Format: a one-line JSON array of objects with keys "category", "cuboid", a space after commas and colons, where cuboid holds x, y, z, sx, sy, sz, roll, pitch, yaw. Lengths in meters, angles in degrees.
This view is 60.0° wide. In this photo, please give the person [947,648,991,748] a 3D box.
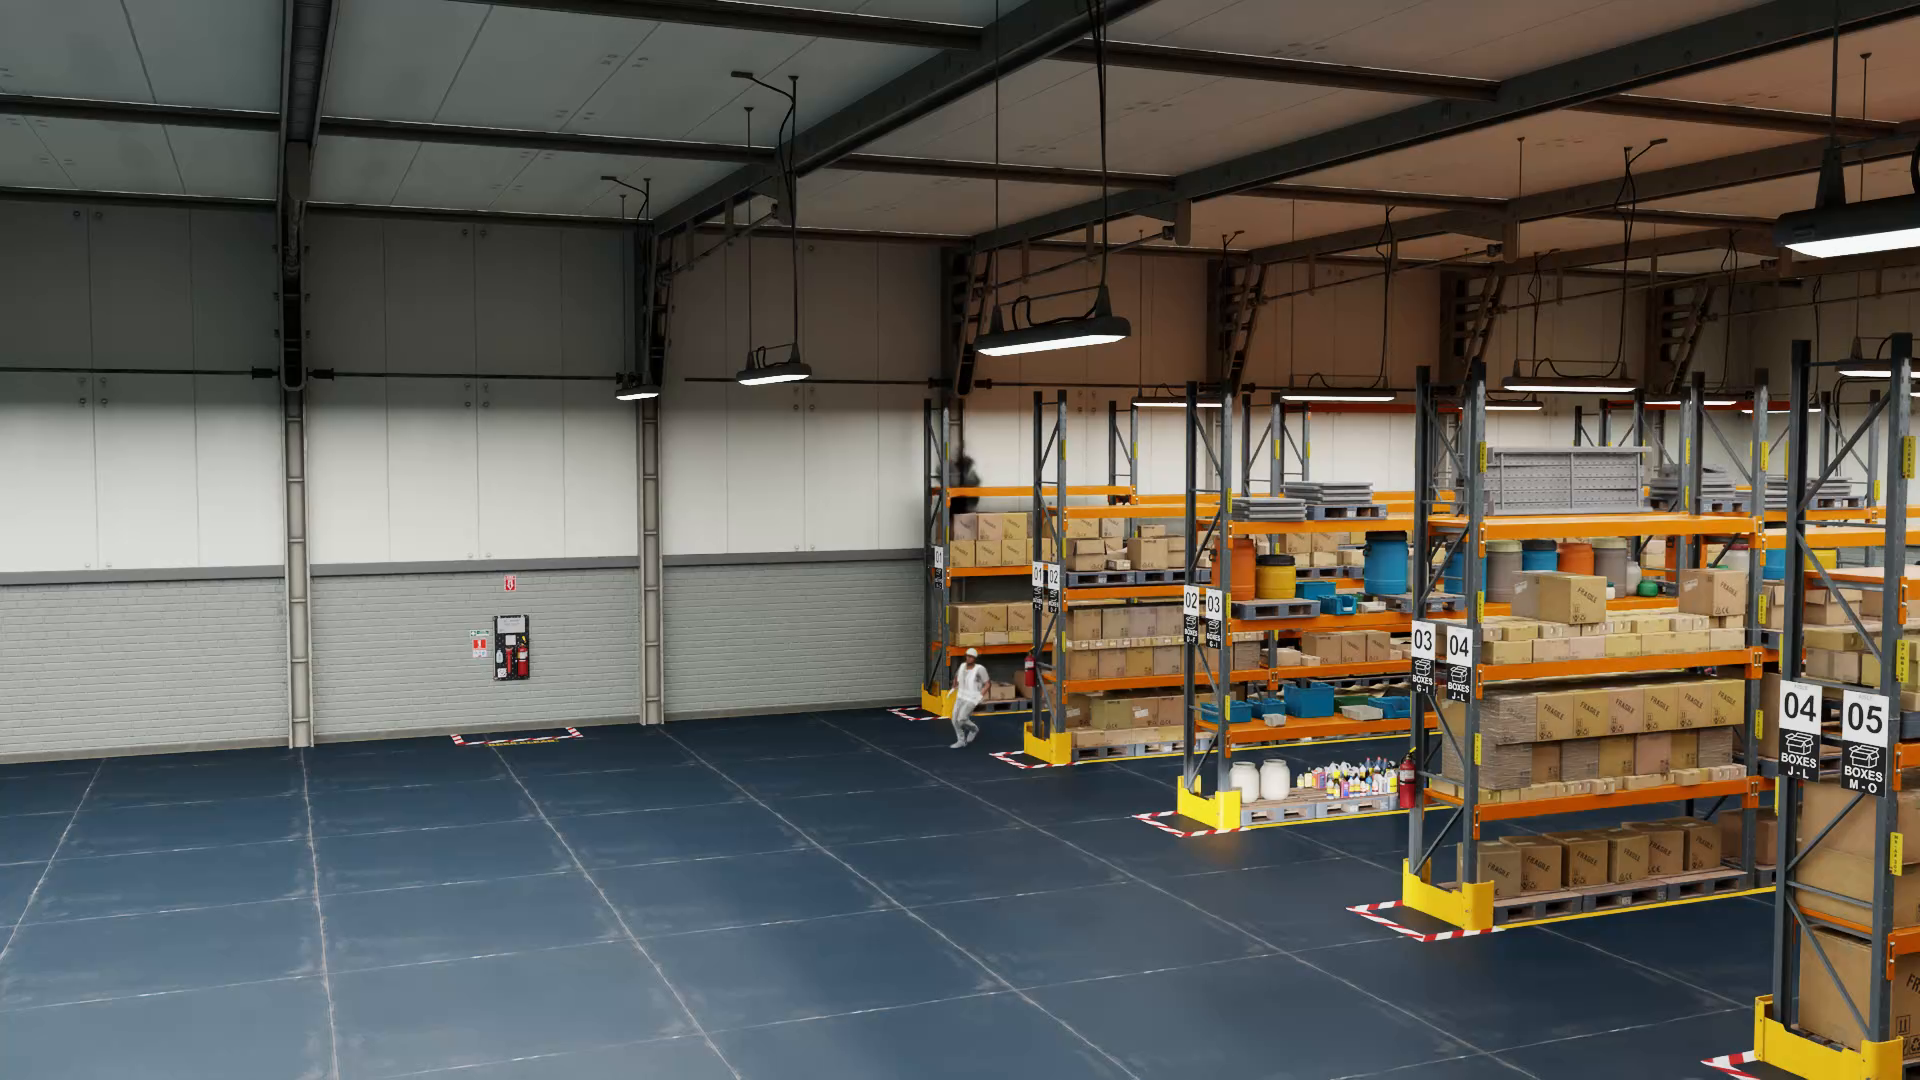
[{"category": "person", "cuboid": [0.140, 2.667, 27.958, 0.737, 1.716, 0.549, 3, 5, 44]}]
